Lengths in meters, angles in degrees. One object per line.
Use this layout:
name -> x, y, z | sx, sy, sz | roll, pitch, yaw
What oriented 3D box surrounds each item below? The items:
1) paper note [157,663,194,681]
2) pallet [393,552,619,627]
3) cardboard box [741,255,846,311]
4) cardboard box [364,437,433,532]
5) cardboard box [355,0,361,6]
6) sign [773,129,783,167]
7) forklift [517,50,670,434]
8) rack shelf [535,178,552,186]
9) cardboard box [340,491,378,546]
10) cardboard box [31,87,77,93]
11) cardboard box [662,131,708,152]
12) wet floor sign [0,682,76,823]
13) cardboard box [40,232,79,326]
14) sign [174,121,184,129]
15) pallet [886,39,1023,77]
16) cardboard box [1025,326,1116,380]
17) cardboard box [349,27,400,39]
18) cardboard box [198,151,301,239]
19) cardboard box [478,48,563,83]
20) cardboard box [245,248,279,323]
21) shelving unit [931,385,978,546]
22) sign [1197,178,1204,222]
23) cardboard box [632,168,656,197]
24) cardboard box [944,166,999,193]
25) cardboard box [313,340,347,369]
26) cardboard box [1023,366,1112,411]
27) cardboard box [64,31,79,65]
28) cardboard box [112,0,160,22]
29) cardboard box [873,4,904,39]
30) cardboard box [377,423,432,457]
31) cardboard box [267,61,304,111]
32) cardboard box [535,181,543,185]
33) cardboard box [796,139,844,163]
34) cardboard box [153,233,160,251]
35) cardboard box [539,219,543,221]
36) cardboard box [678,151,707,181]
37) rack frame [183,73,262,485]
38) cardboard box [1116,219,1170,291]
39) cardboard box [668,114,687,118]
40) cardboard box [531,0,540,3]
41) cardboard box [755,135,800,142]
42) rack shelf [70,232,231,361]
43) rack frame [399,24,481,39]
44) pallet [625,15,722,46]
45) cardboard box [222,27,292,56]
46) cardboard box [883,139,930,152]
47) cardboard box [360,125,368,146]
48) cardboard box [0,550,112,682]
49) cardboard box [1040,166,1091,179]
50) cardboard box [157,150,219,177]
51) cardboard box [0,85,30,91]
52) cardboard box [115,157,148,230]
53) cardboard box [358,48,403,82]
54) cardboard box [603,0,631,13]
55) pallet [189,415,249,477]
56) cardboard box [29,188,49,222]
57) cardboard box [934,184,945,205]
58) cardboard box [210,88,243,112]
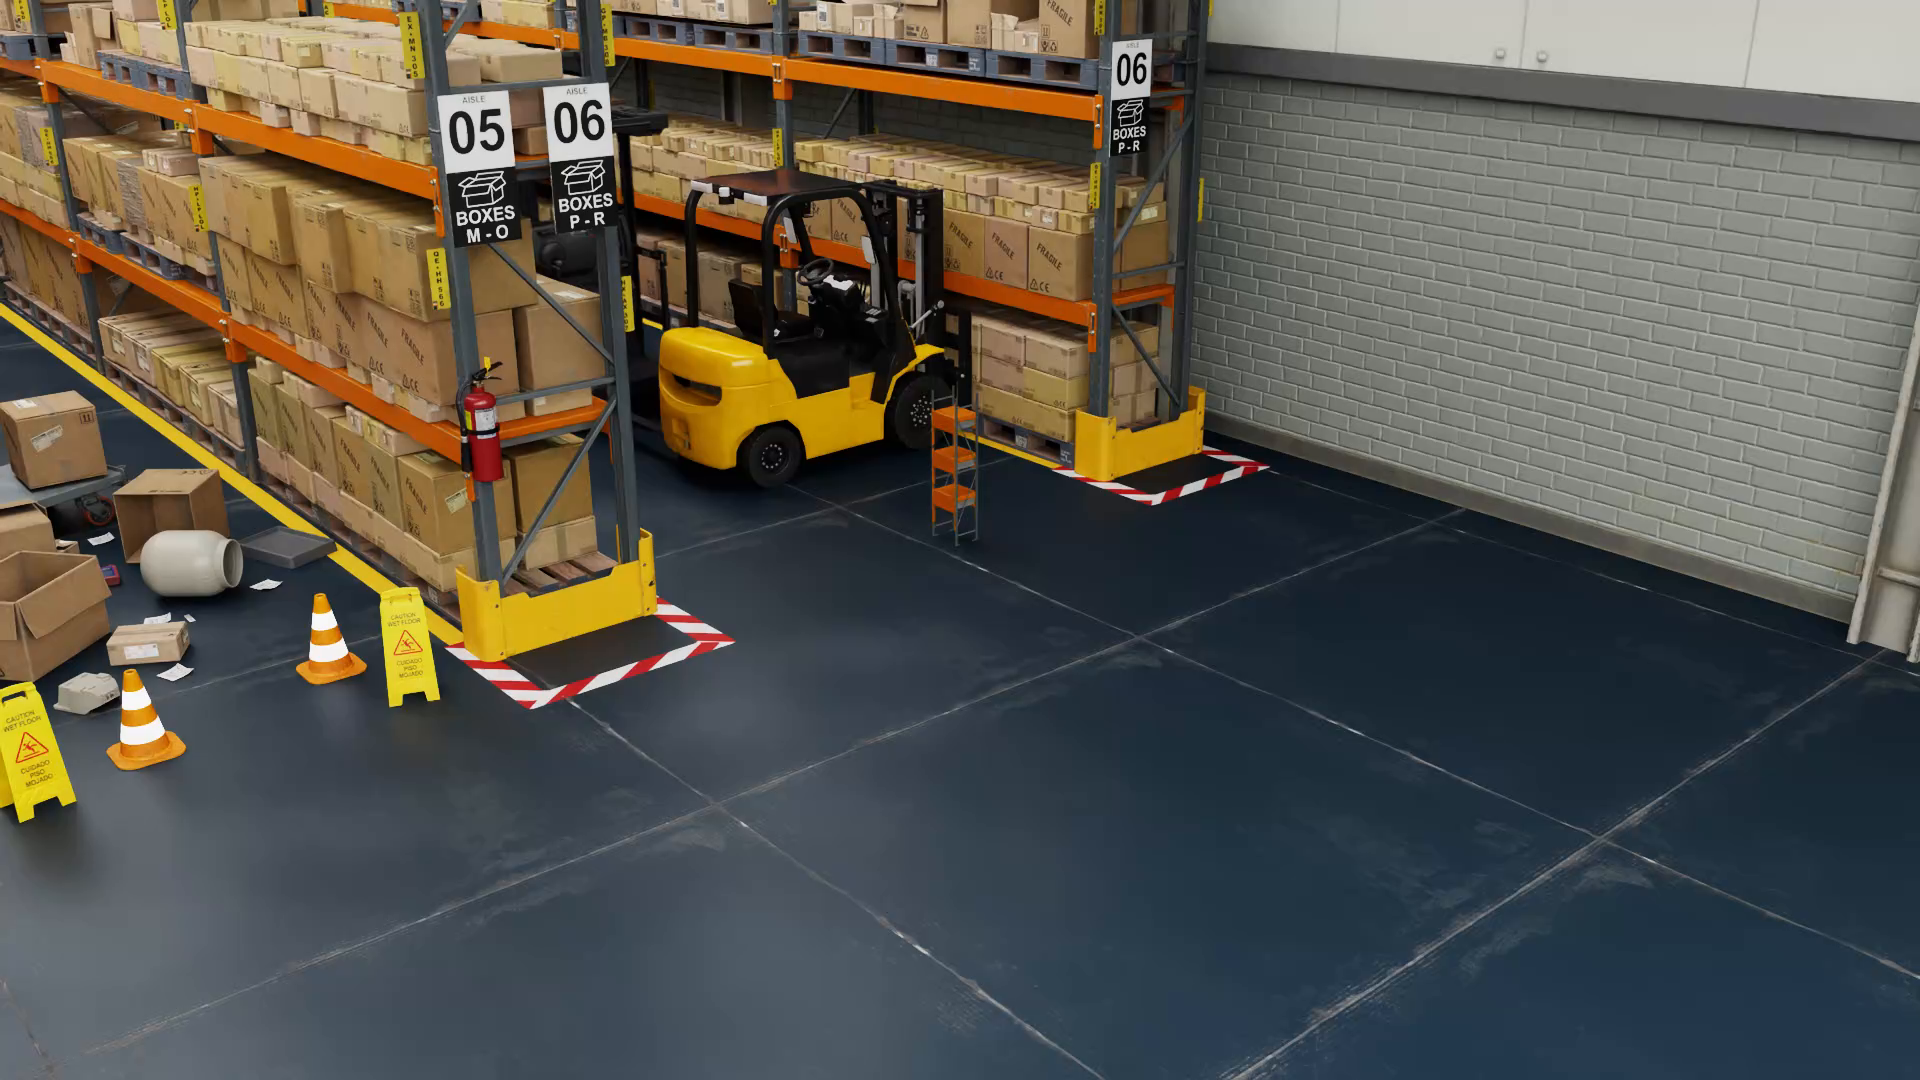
paper note -> -4.488, 0.754, 9.516 | 0.142, 0.019, 0.148 | 12, 24, 27
pallet -> -2.916, 0.204, 10.675 | 1.003, 0.211, 1.213 | -17, 27, -37
cardboard box -> -1.565, -2.360, 16.077 | 0.875, 0.625, 0.625 | -16, 26, -35
cardboard box -> -3.427, -0.408, 10.579 | 0.500, 0.500, 0.500 | -16, 27, -36
cardboard box -> -7.532, -6.942, 21.327 | 0.380, 0.149, 0.250 | -16, 27, -36
sign -> -1.621, -3.499, 14.826 | 0.100, 0.325, 0.005 | -17, 27, -37
forklift -> -3.057, -2.489, 13.820 | 1.130, 2.935, 3.031 | -18, 27, -38
rack shelf -> -5.133, -4.451, 19.723 | 1.077, 0.370, 4.000 | -17, 27, -37
cardboard box -> -3.773, -0.204, 11.085 | 0.500, 0.250, 0.500 | -19, 28, -39
cardboard box -> -9.055, -4.319, 16.890 | 0.500, 0.500, 0.500 | -16, 27, -36
cardboard box -> -2.696, -3.920, 16.352 | 0.380, 0.149, 0.250 | -18, 28, -39
wet floor sign -> -4.528, 0.998, 8.050 | 0.232, 0.644, 0.267 | 17, 27, 36
cardboard box -> -8.552, -2.715, 16.641 | 0.875, 0.875, 0.875 | -17, 27, -37
sign -> -7.180, -3.685, 15.301 | 0.100, 0.325, 0.005 | -17, 27, -37
pallet -> 0.152, -3.918, 13.382 | 1.003, 0.211, 1.213 | -17, 27, -37
cardboard box -> 0.858, -1.457, 12.915 | 0.500, 0.250, 0.500 | -16, 27, -36
cardboard box -> -3.704, -3.219, 10.728 | 0.380, 0.149, 0.250 | -17, 27, -37
cardboard box -> -4.851, -2.423, 11.642 | 0.700, 0.500, 0.500 | -18, 28, -38
cardboard box -> -2.441, -2.639, 9.246 | 0.380, 0.149, 0.250 | -18, 27, -38
cardboard box -> -4.553, -1.810, 11.447 | 0.500, 0.500, 0.500 | -18, 27, -38
shelving unit -> -0.035, -0.504, 11.330 | 0.215, 1.050, 0.252 | -17, 27, -37
sign -> 1.819, -2.594, 12.698 | 0.100, 0.325, 0.005 | -17, 27, -37
cardboard box -> -3.057, -3.702, 17.030 | 0.500, 0.250, 0.500 | -19, 28, -39
cardboard box -> 0.092, -2.888, 13.311 | 0.380, 0.149, 0.250 | -17, 27, -36
cardboard box -> -3.998, -1.247, 10.899 | 0.380, 0.149, 0.250 | -18, 27, -38
cardboard box -> 0.840, -1.232, 13.024 | 0.500, 0.250, 0.500 | -18, 28, -38
cardboard box -> -7.342, -4.187, 14.133 | 0.396, 0.266, 0.258 | -17, 27, -37
cardboard box -> -6.132, -4.108, 12.690 | 0.500, 0.250, 0.500 | -17, 27, -37
cardboard box -> -0.477, -4.223, 13.510 | 0.396, 0.266, 0.258 | -18, 28, -39
cardboard box -> -3.374, -0.652, 10.312 | 0.380, 0.149, 0.250 | -16, 27, -36
cardboard box -> -3.902, -2.804, 10.215 | 0.500, 0.250, 0.500 | -17, 27, -37
cardboard box -> -5.102, -4.292, 20.292 | 0.380, 0.149, 0.250 | -17, 27, -37
cardboard box -> -1.233, -3.457, 14.763 | 0.380, 0.149, 0.250 | -17, 27, -36
cardboard box -> -6.174, -2.386, 13.232 | 0.380, 0.149, 0.250 | -17, 27, -37
cardboard box -> -4.585, -3.472, 19.087 | 0.500, 0.500, 0.500 | -18, 28, -38
cardboard box -> -2.401, -3.649, 16.209 | 0.500, 0.250, 0.500 | -17, 27, -36
rack frame -> -4.974, -1.946, 12.339 | 1.000, 3.000, 0.127 | -17, 27, -37
cardboard box -> 1.282, -2.273, 13.037 | 0.500, 0.500, 0.500 | -16, 27, -36
cardboard box -> -3.083, -4.409, 17.601 | 0.380, 0.149, 0.250 | -17, 27, -37
cardboard box -> -4.395, -5.863, 17.887 | 0.380, 0.149, 0.250 | -18, 28, -39
cardboard box -> -1.763, -3.847, 16.166 | 0.380, 0.149, 0.250 | -18, 28, -38
rack shelf -> -6.280, -2.164, 13.881 | 1.077, 0.370, 4.000 | -17, 27, -37
rack frame -> -6.438, -5.339, 21.002 | 1.000, 3.000, 0.127 | -17, 27, -37
pallet -> -2.584, -5.068, 16.457 | 1.003, 0.211, 1.213 | -16, 26, -35
cardboard box -> -4.507, -3.213, 10.713 | 0.380, 0.149, 0.250 | -18, 27, -38
cardboard box -> -0.464, -3.450, 14.746 | 0.380, 0.149, 0.250 | -18, 28, -38
cardboard box -> -3.258, -2.381, 9.681 | 0.380, 0.149, 0.250 | -17, 27, -37
cardboard box -> -5.428, 0.439, 9.673 | 0.637, 0.503, 0.797 | 3, 22, 9
cardboard box -> 0.859, -2.876, 13.280 | 0.380, 0.149, 0.250 | -17, 27, -37
cardboard box -> -5.906, -2.890, 12.739 | 0.380, 0.149, 0.250 | -18, 28, -39
cardboard box -> -9.774, -4.344, 16.955 | 0.500, 0.500, 0.500 | -18, 27, -38
cardboard box -> -6.449, -2.825, 13.463 | 0.500, 0.500, 0.500 | -19, 28, -39
cardboard box -> -3.127, -2.662, 9.304 | 0.380, 0.149, 0.250 | -18, 28, -38
cardboard box -> -3.134, -5.545, 16.566 | 0.700, 0.500, 0.500 | -18, 28, -38
pallet -> -5.483, -0.862, 13.396 | 1.003, 0.211, 1.213 | -17, 27, -37
cardboard box -> -8.457, -3.197, 15.738 | 0.500, 0.250, 0.500 | -17, 27, -37
cardboard box -> 0.006, -2.840, 13.596 | 0.380, 0.149, 0.250 | -18, 27, -38
cardboard box -> -4.830, -2.995, 11.249 | 0.380, 0.149, 0.250 | -17, 27, -37
